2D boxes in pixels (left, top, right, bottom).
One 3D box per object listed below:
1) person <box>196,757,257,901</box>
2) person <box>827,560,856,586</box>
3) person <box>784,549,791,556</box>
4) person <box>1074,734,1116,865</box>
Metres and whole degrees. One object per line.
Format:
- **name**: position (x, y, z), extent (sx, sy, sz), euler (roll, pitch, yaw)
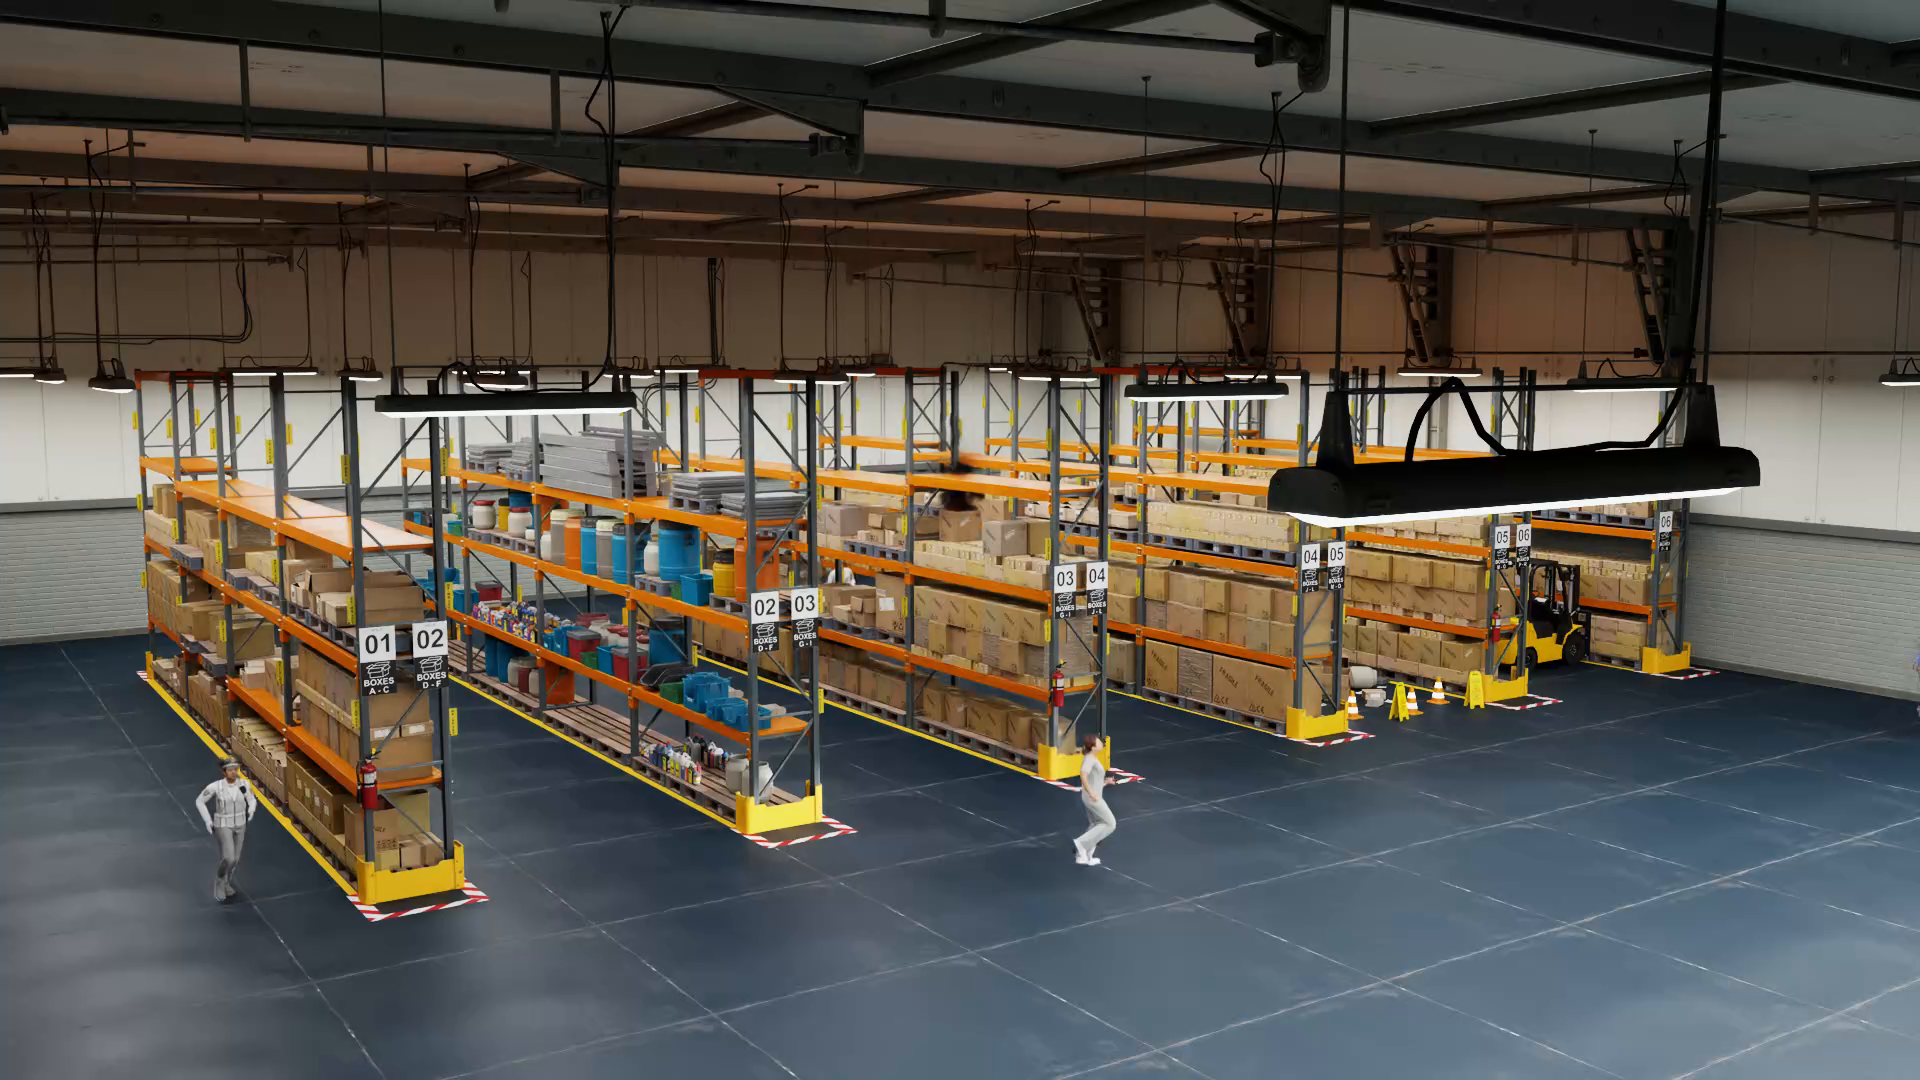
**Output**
- **person**: position (-8.448, 3.333, 19.286), extent (0.631, 1.677, 0.617), euler (6, 9, 42)
- **person**: position (-2.626, 1.271, 37.258), extent (0.710, 1.740, 0.570), euler (-3, 7, -28)
- **person**: position (-4.369, 0.832, 41.392), extent (0.784, 1.677, 0.780), euler (-4, 8, -33)
- **person**: position (1.661, 3.204, 20.525), extent (0.527, 1.638, 0.609), euler (0, 6, -1)
